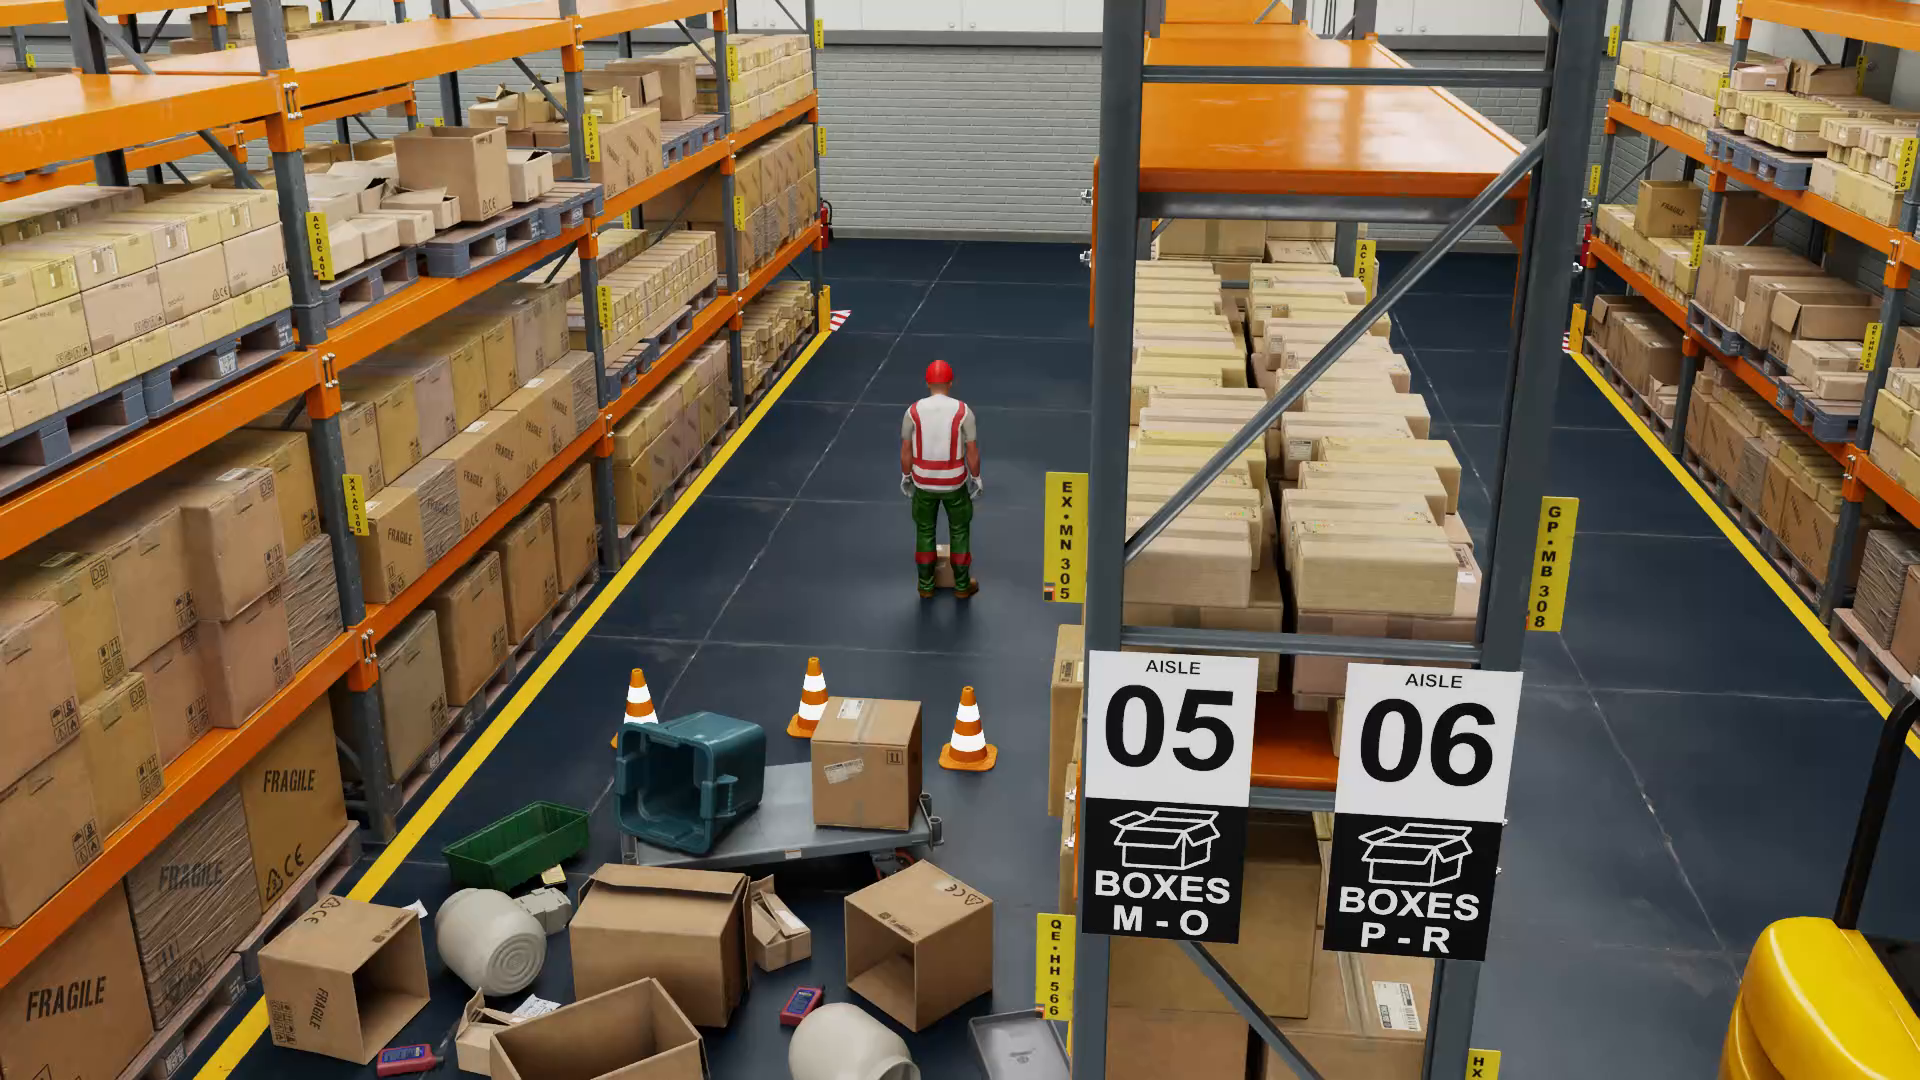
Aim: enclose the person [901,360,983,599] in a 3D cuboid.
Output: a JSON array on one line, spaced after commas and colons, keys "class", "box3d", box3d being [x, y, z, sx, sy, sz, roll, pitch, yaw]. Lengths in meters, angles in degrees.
[{"class": "person", "box3d": [-0.135, -0.434, 12.196, 0.608, 1.777, 0.449, 3, 21, 7]}]
